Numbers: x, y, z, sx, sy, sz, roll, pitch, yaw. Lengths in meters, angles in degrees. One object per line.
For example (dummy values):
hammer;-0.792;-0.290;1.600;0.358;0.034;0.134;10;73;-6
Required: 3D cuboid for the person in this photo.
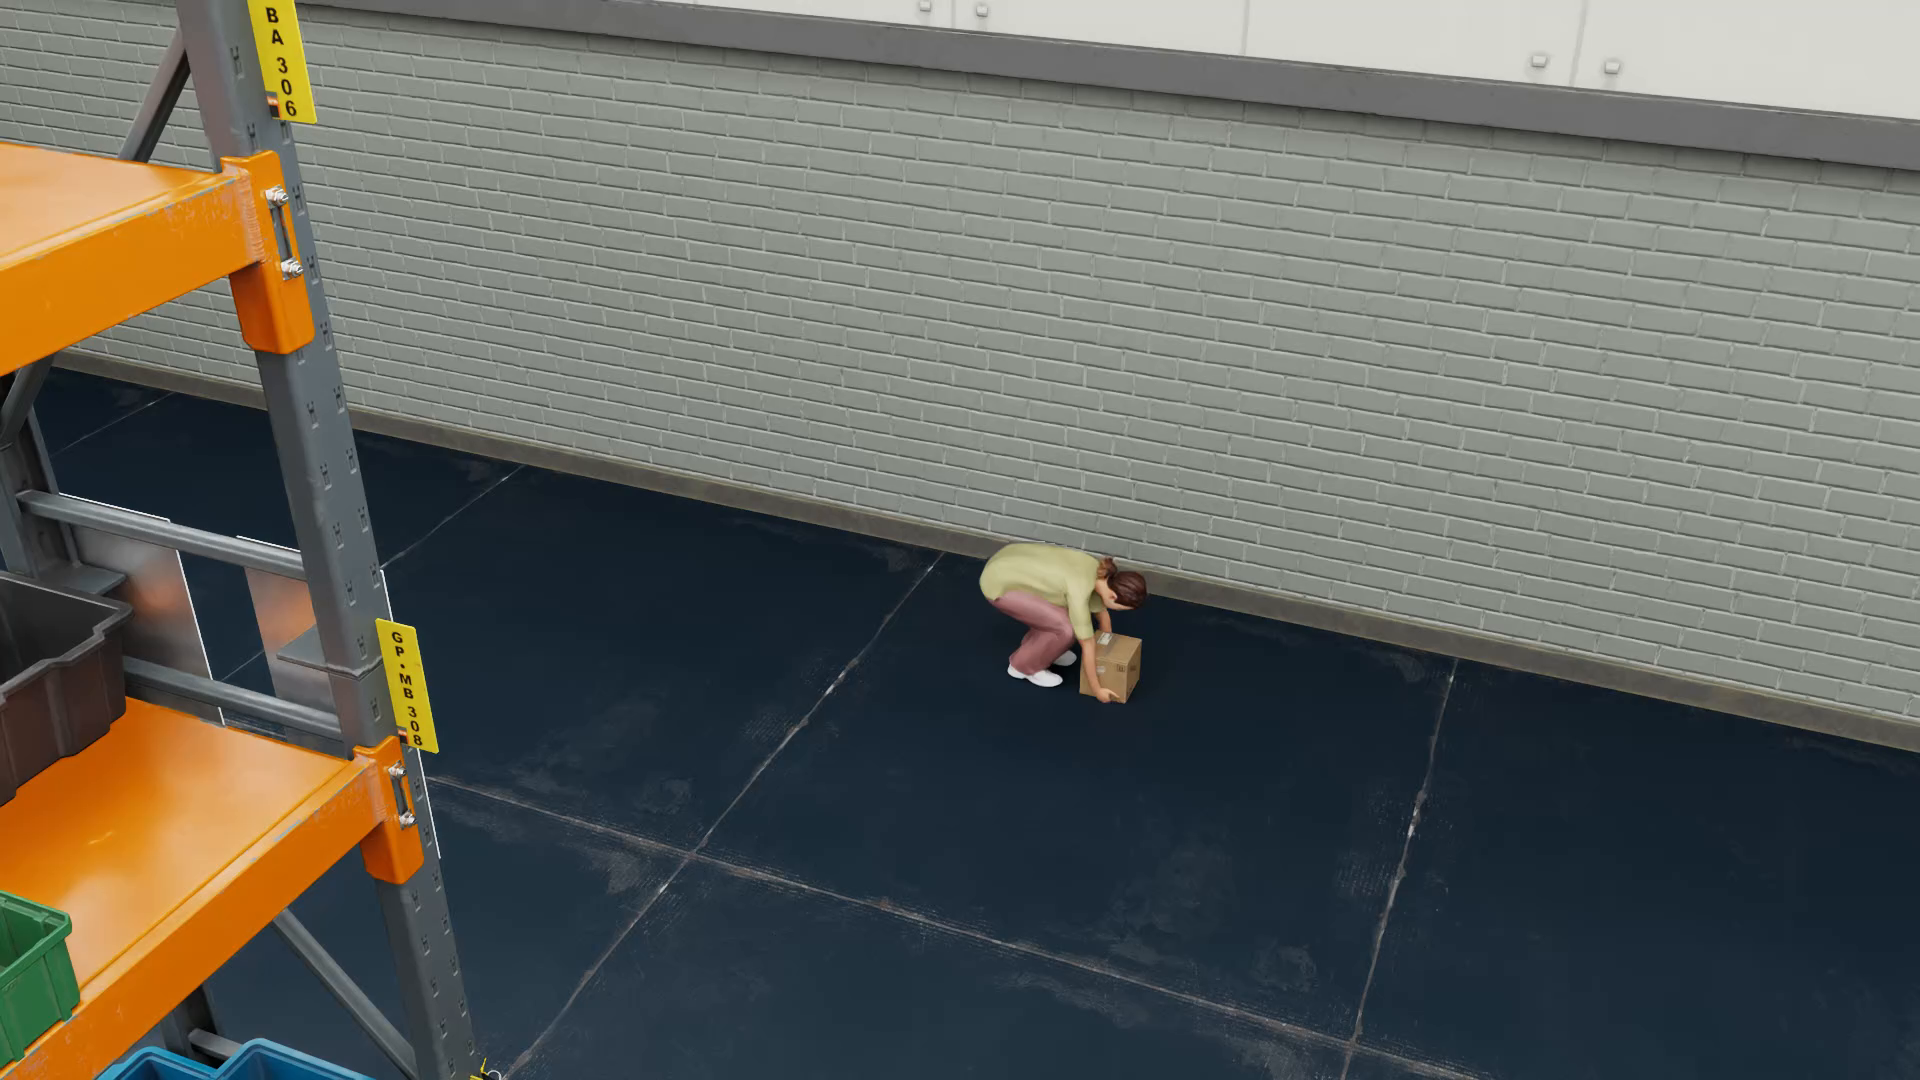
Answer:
person;0.532;0.398;8.664;0.866;0.747;0.440;11;31;18
